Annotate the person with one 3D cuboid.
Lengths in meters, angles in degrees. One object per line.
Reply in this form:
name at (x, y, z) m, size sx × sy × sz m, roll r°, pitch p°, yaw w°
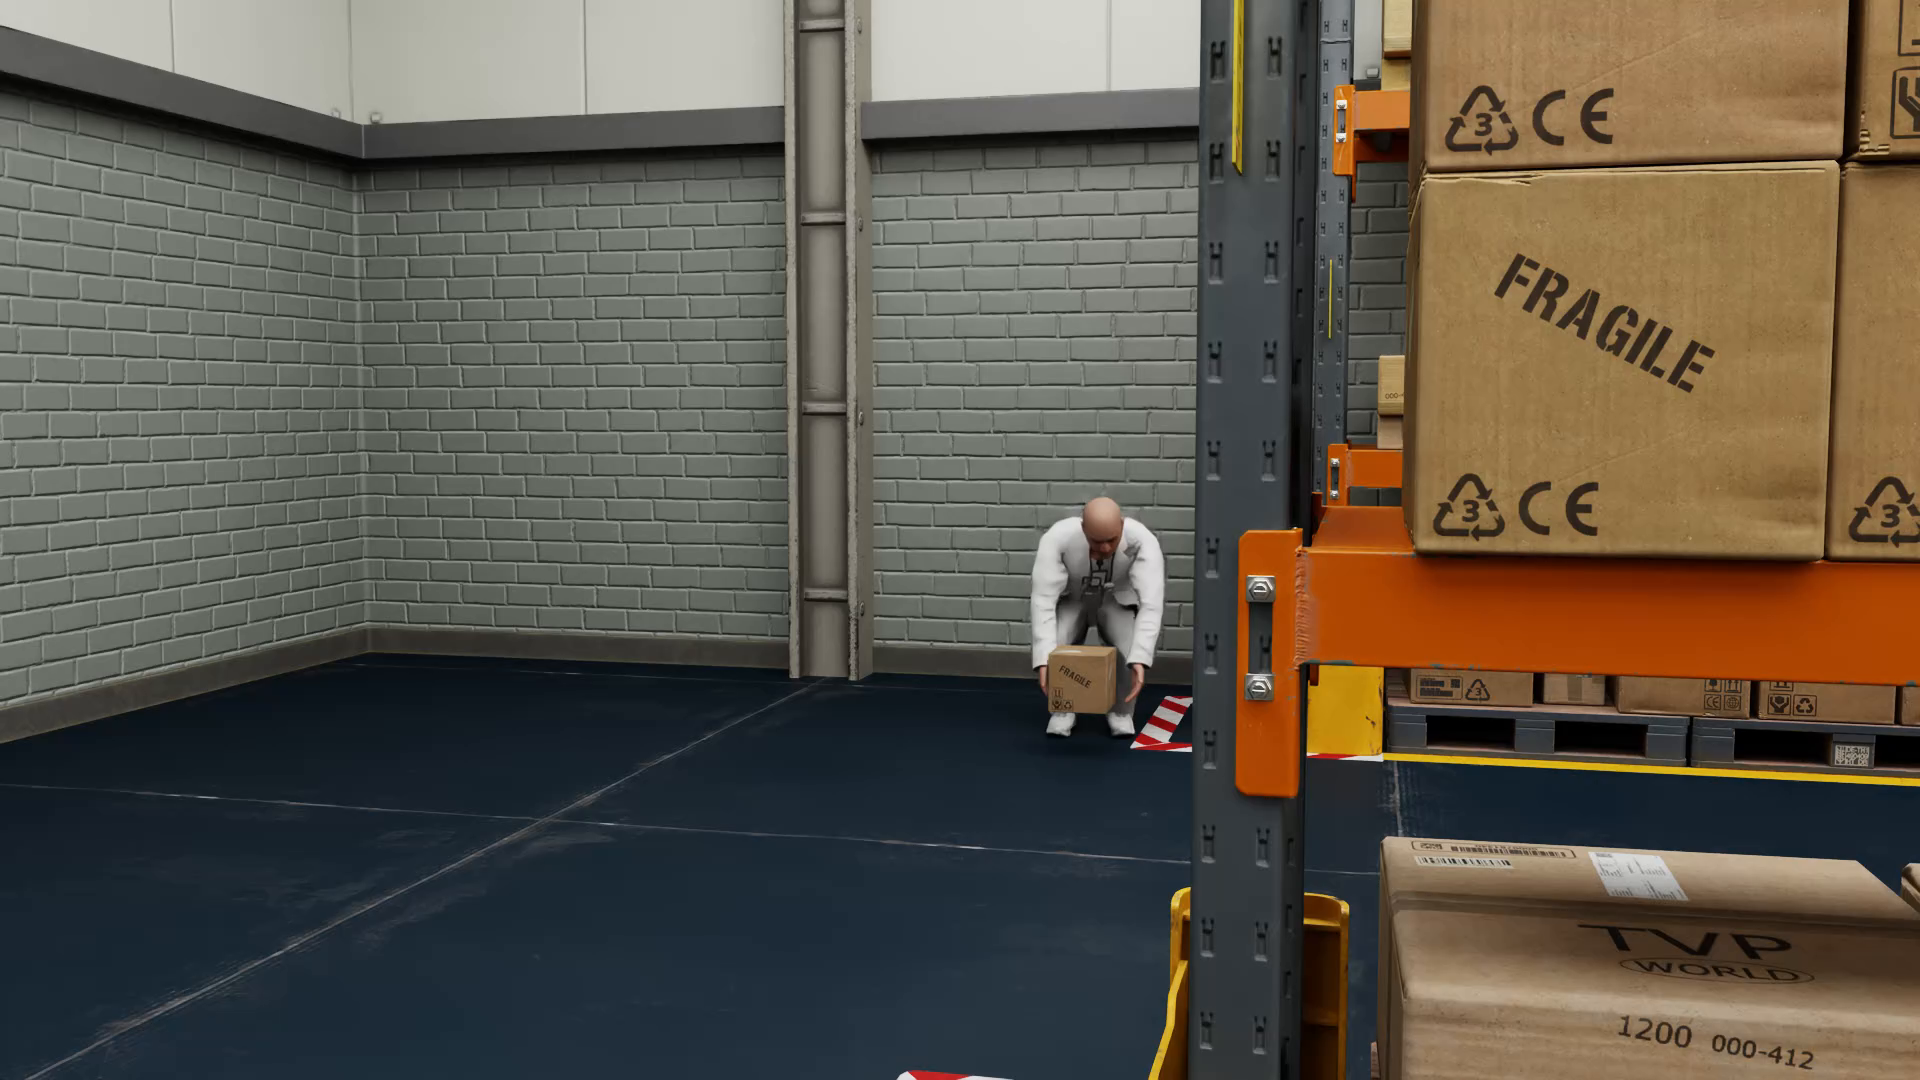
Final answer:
person at (0.612, 0.338, 7.489) m, size 0.611 × 1.101 × 0.871 m, roll 1°, pitch 5°, yaw 8°
